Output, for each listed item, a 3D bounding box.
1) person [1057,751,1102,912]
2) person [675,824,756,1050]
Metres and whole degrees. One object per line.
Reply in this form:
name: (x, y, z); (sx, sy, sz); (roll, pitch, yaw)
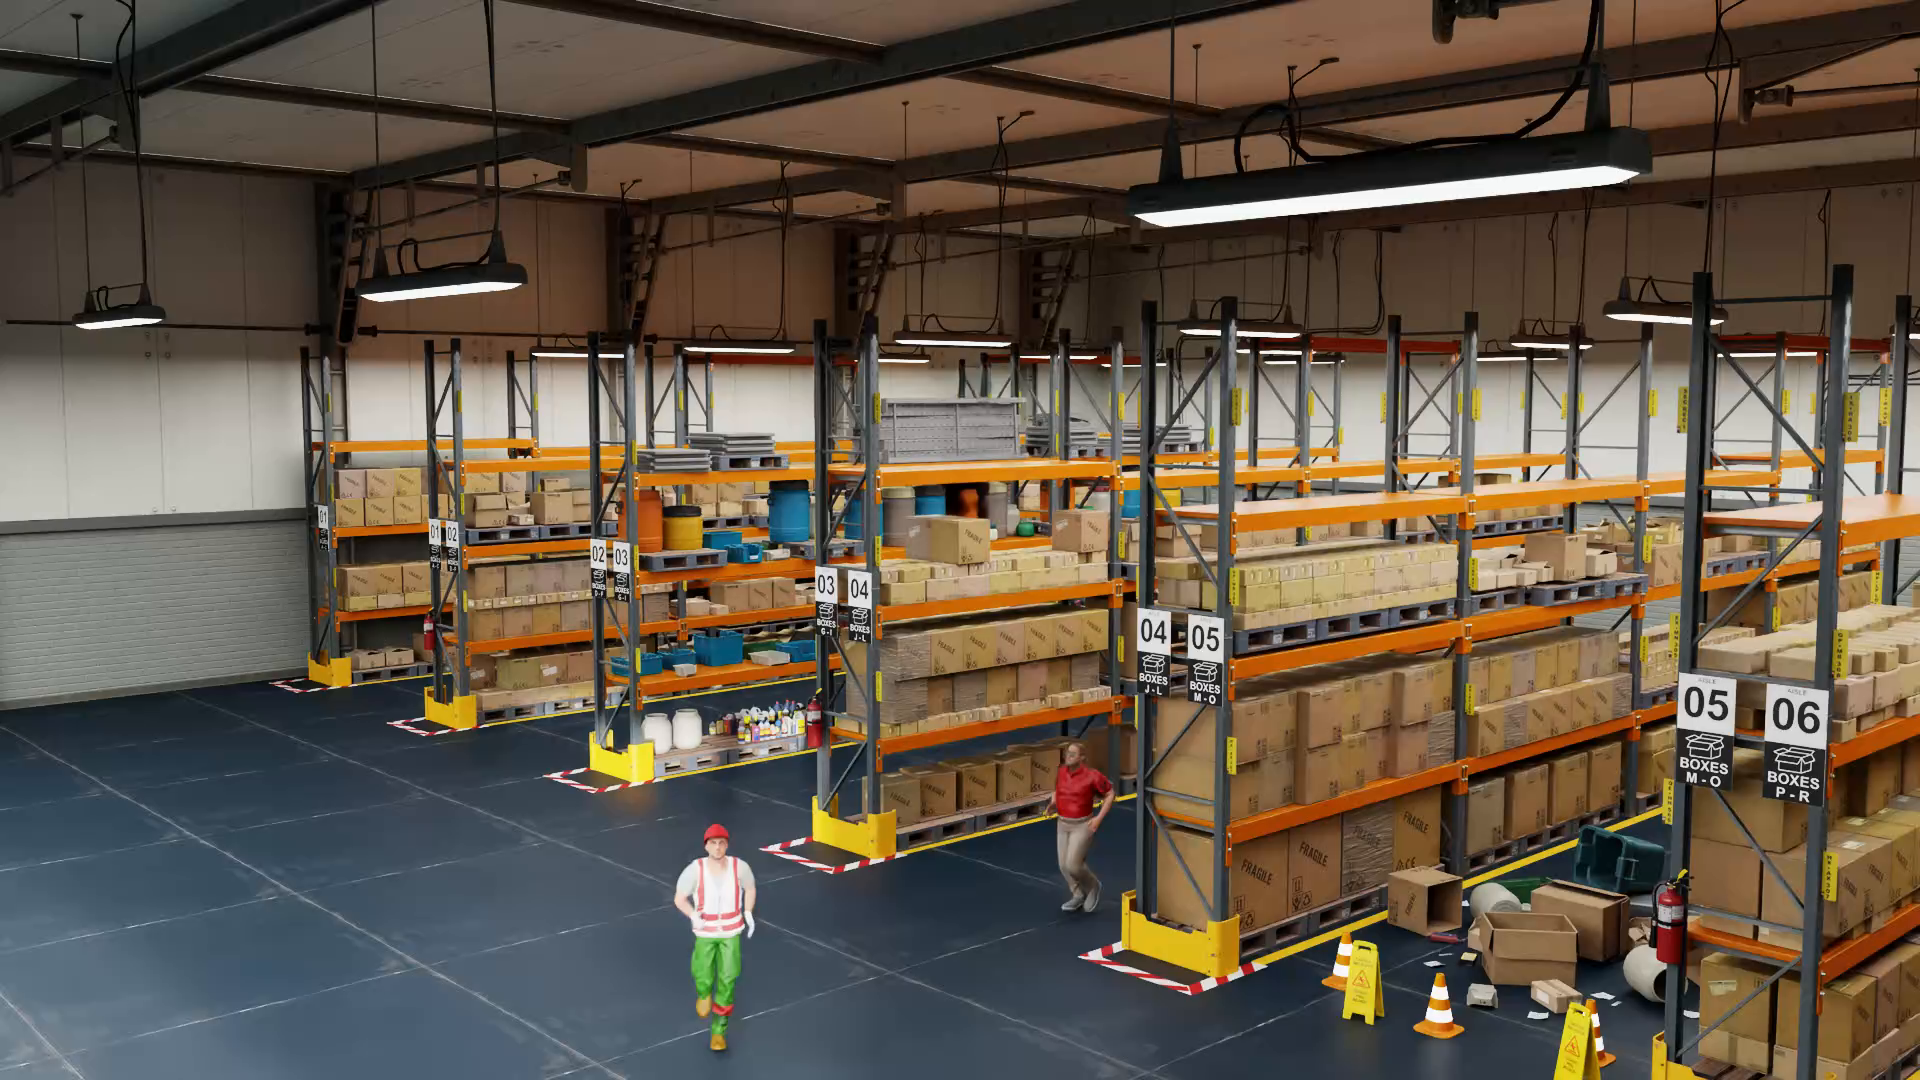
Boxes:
person: (1.144, 2.898, 16.542); (0.422, 1.645, 0.501); (5, 7, 44)
person: (-1.943, 3.123, 13.284); (0.656, 1.748, 0.712); (-1, 5, -14)
